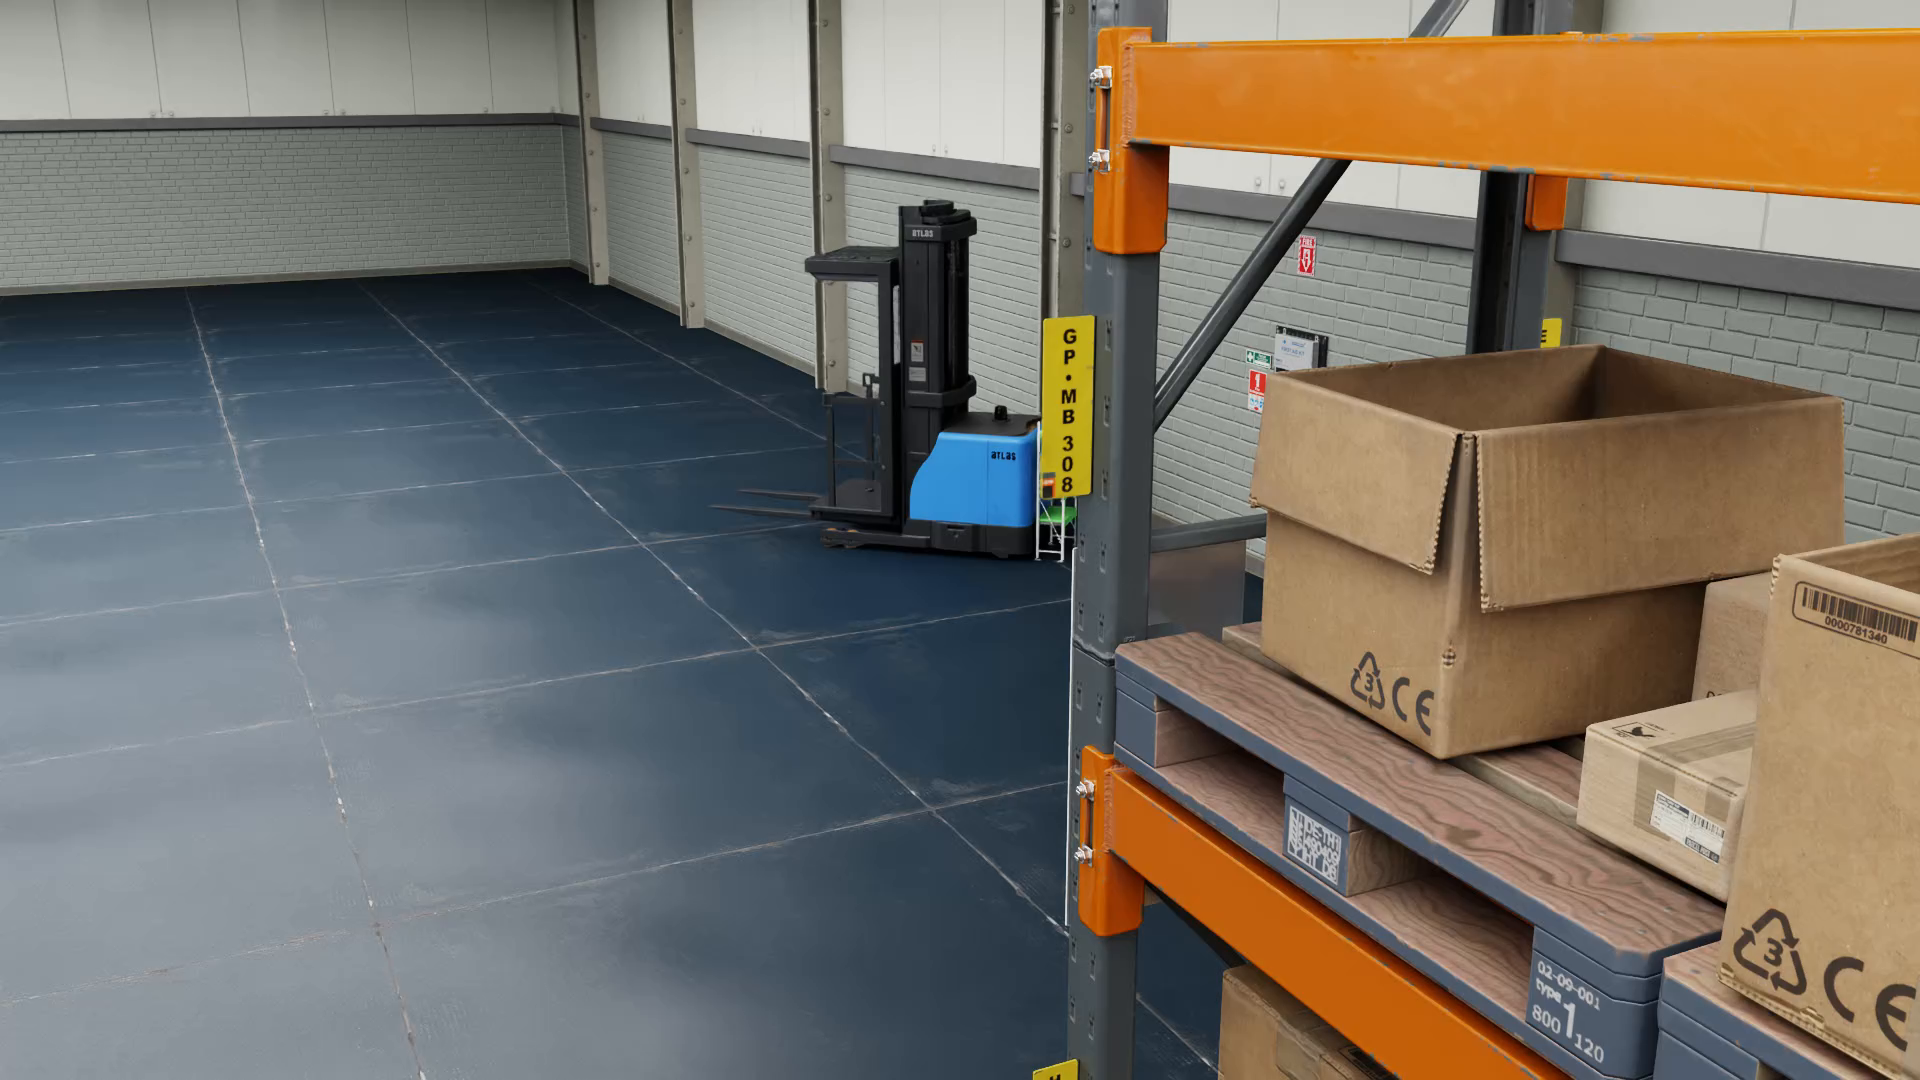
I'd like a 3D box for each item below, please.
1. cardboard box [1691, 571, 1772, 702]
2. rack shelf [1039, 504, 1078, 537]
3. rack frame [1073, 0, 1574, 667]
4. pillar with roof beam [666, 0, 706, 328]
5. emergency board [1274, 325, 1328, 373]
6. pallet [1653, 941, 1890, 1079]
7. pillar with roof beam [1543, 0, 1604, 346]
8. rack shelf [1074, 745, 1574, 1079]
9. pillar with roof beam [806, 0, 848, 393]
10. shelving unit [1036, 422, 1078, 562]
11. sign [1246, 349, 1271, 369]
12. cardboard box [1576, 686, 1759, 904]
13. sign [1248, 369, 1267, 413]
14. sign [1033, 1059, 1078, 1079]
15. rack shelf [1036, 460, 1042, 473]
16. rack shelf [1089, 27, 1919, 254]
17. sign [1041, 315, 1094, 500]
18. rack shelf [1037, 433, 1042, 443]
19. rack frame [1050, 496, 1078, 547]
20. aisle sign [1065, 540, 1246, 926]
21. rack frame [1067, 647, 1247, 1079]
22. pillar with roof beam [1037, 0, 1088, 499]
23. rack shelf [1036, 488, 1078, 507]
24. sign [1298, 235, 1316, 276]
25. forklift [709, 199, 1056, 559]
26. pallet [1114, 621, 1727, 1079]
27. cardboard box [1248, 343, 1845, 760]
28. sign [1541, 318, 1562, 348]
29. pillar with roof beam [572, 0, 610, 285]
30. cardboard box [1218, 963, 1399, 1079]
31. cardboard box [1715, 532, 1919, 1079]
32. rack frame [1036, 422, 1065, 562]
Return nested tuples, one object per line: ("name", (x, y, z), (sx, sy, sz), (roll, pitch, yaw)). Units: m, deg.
("cardboard box", (1.435, 0.214, 2.385), (0.500, 0.250, 0.500), (-8, 18, -25))
("rack shelf", (0.833, -0.170, 14.268), (0.258, 0.148, 0.480), (5, 17, 16))
("rack frame", (0.693, -1.284, 2.912), (1.000, 3.000, 0.127), (-8, 18, -25))
("pillar with roof beam", (-8.155, -7.246, 23.685), (9.100, 9.000, 0.400), (-8, 18, -25))
("emergency board", (2.552, -1.036, 12.924), (0.194, 1.169, 0.643), (-8, 18, -25))
("pallet", (1.518, 0.681, 1.660), (1.003, 0.211, 1.213), (-8, 18, -25))
("pillar with roof beam", (-0.270, -2.782, 8.132), (9.100, 9.000, 0.400), (-8, 18, -25))
("rack shelf", (1.569, 0.999, 1.697), (1.077, 0.370, 4.000), (-8, 18, -25))
("pillar with roof beam", (-5.527, -5.758, 18.501), (9.100, 9.000, 0.400), (-8, 18, -25))
("shelving unit", (0.833, -0.462, 14.184), (0.258, 1.200, 0.503), (5, 17, 16))
("sign", (2.397, -1.456, 13.359), (0.001, 0.109, 0.331), (-8, 18, -25))
("cardboard box", (1.050, 0.322, 2.192), (0.380, 0.149, 0.250), (-8, 18, -25))
("sign", (2.402, -1.203, 13.440), (0.001, 0.329, 0.234), (-8, 18, -25))
("sign", (0.192, 1.211, 3.381), (0.100, 0.325, 0.005), (-8, 18, -25))
("rack shelf", (0.834, -0.631, 14.136), (0.258, 0.148, 0.480), (5, 17, 16))
("rack shelf", (1.569, -0.250, 1.338), (1.077, 0.370, 4.000), (-8, 18, -25))
("sign", (0.192, -0.235, 2.966), (0.100, 0.325, 0.005), (-8, 18, -25))
("rack shelf", (0.834, -0.862, 14.069), (0.258, 0.148, 0.480), (5, 17, 16))
("rack frame", (0.904, -0.526, 14.409), (0.240, 1.200, 0.015), (5, 17, 16))
("aisle sign", (0.389, 0.370, 3.309), (0.394, 0.787, 0.004), (-8, 18, -25))
("rack frame", (0.693, 1.599, 3.739), (1.000, 3.000, 0.127), (-8, 18, -25))
("pillar with roof beam", (-2.898, -4.270, 13.316), (9.100, 9.000, 0.400), (-8, 18, -25))
("rack shelf", (0.833, -0.400, 14.202), (0.258, 0.148, 0.480), (5, 17, 16))
("sign", (2.638, -2.165, 12.653), (0.001, 0.298, 0.199), (-8, 18, -25))
("forklift", (-0.717, -1.465, 14.541), (3.031, 2.935, 1.130), (5, 17, 16))
("pallet", (0.980, 0.378, 2.716), (1.003, 0.211, 1.213), (-8, 18, -25))
("cardboard box", (0.941, -0.018, 2.736), (0.797, 0.503, 0.637), (-6, 17, -21))
("sign", (1.187, -0.292, 3.431), (0.100, 0.325, 0.005), (-8, 18, -25))
("pillar with roof beam", (-10.784, -8.733, 28.869), (9.100, 9.000, 0.400), (-8, 18, -25))
("cardboard box", (0.909, 1.058, 3.092), (0.700, 0.500, 0.500), (-8, 18, -25))
("cardboard box", (1.175, 0.285, 1.685), (0.500, 0.500, 0.500), (-8, 18, -25))
("rack frame", (0.763, -0.397, 13.960), (0.240, 1.200, 0.015), (5, 17, 16))
